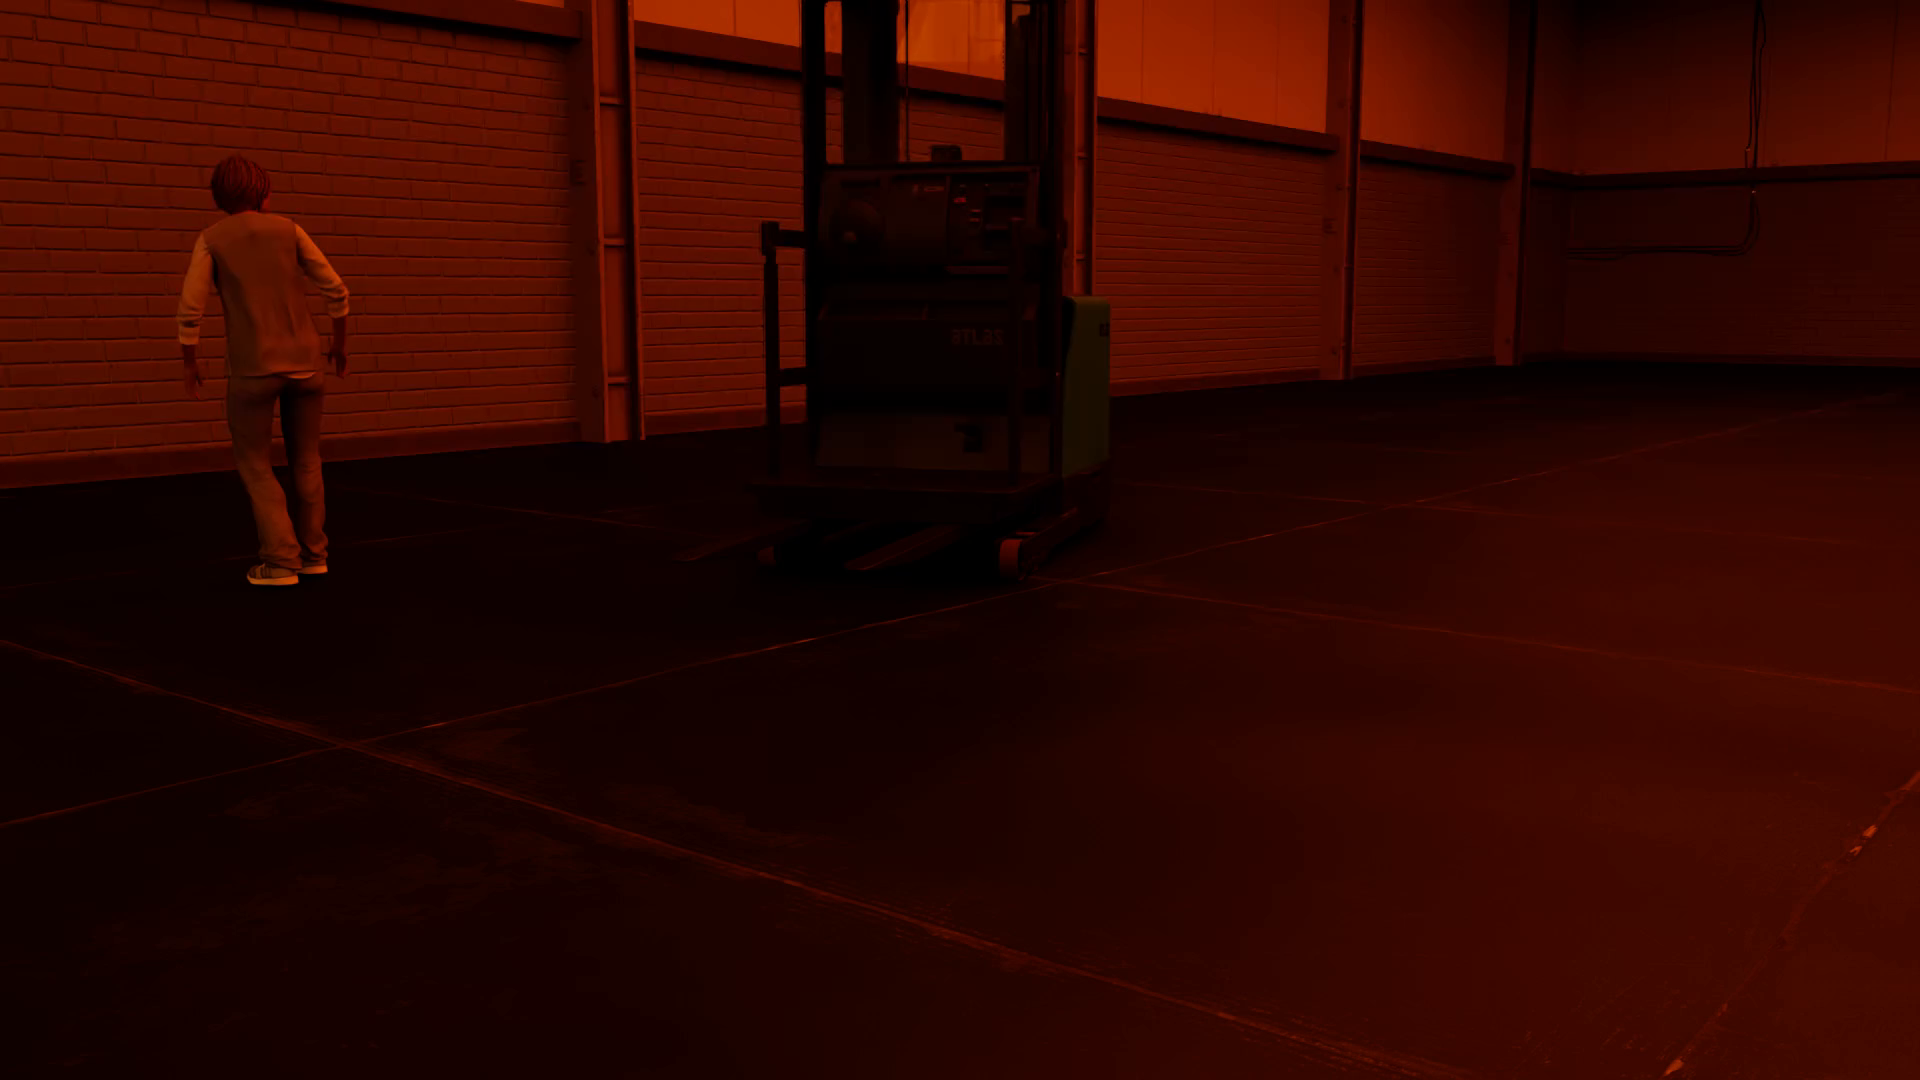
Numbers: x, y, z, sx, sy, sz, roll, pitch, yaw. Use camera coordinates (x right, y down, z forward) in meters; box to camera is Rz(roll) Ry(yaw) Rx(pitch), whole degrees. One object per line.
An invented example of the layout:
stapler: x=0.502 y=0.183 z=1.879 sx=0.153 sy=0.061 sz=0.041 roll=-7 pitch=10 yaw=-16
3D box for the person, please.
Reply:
person: x=-2.602 y=-0.615 z=6.211 sx=0.621 sy=1.569 sz=0.457 roll=-7 pitch=11 yaw=-40

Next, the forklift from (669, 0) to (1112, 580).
forklift: x=-0.190 y=-1.359 z=6.569 sx=1.130 sy=2.935 sz=3.031 roll=3 pitch=9 yaw=17
